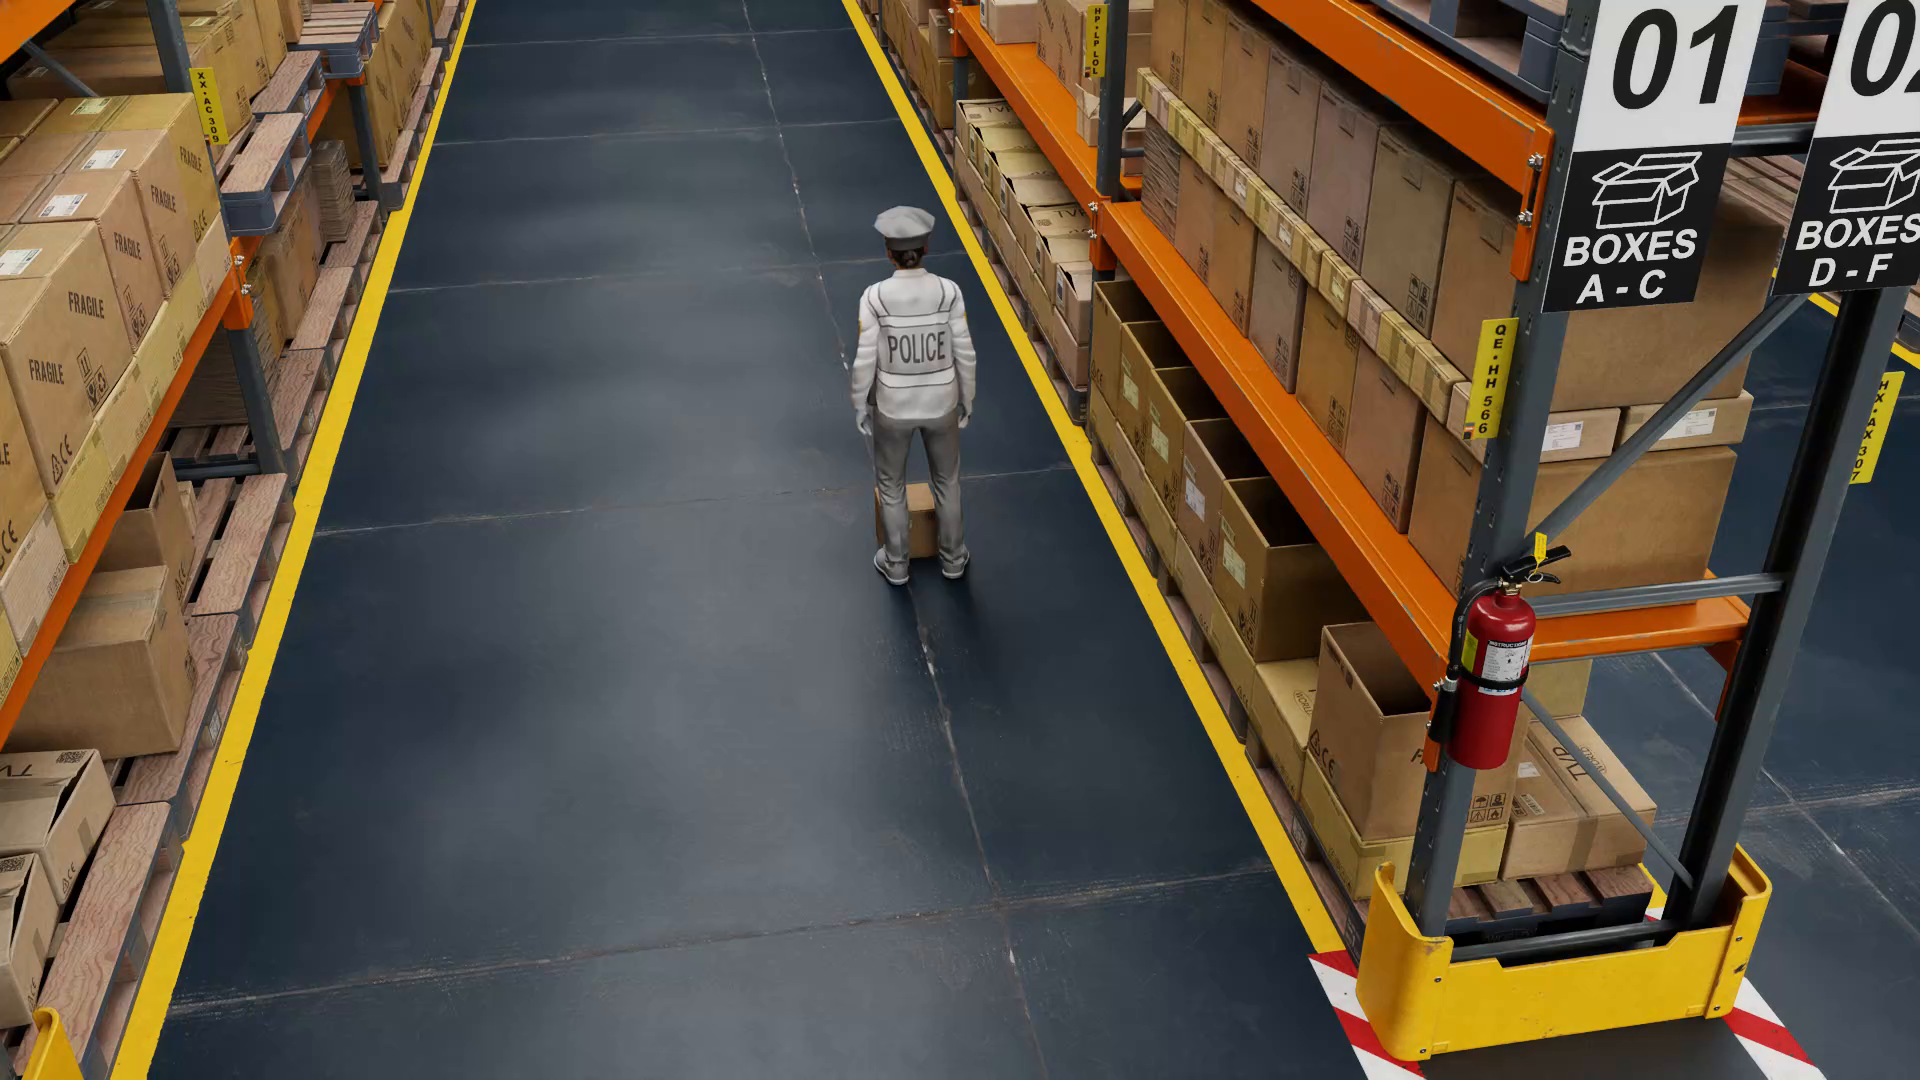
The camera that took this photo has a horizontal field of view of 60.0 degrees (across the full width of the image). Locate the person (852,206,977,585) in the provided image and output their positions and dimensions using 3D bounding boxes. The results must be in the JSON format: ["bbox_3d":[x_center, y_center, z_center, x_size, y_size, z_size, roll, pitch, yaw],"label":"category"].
[{"bbox_3d":[-0.193,-0.564,7.080,0.529,1.655,0.361,-5,31,-8],"label":"person"}]
